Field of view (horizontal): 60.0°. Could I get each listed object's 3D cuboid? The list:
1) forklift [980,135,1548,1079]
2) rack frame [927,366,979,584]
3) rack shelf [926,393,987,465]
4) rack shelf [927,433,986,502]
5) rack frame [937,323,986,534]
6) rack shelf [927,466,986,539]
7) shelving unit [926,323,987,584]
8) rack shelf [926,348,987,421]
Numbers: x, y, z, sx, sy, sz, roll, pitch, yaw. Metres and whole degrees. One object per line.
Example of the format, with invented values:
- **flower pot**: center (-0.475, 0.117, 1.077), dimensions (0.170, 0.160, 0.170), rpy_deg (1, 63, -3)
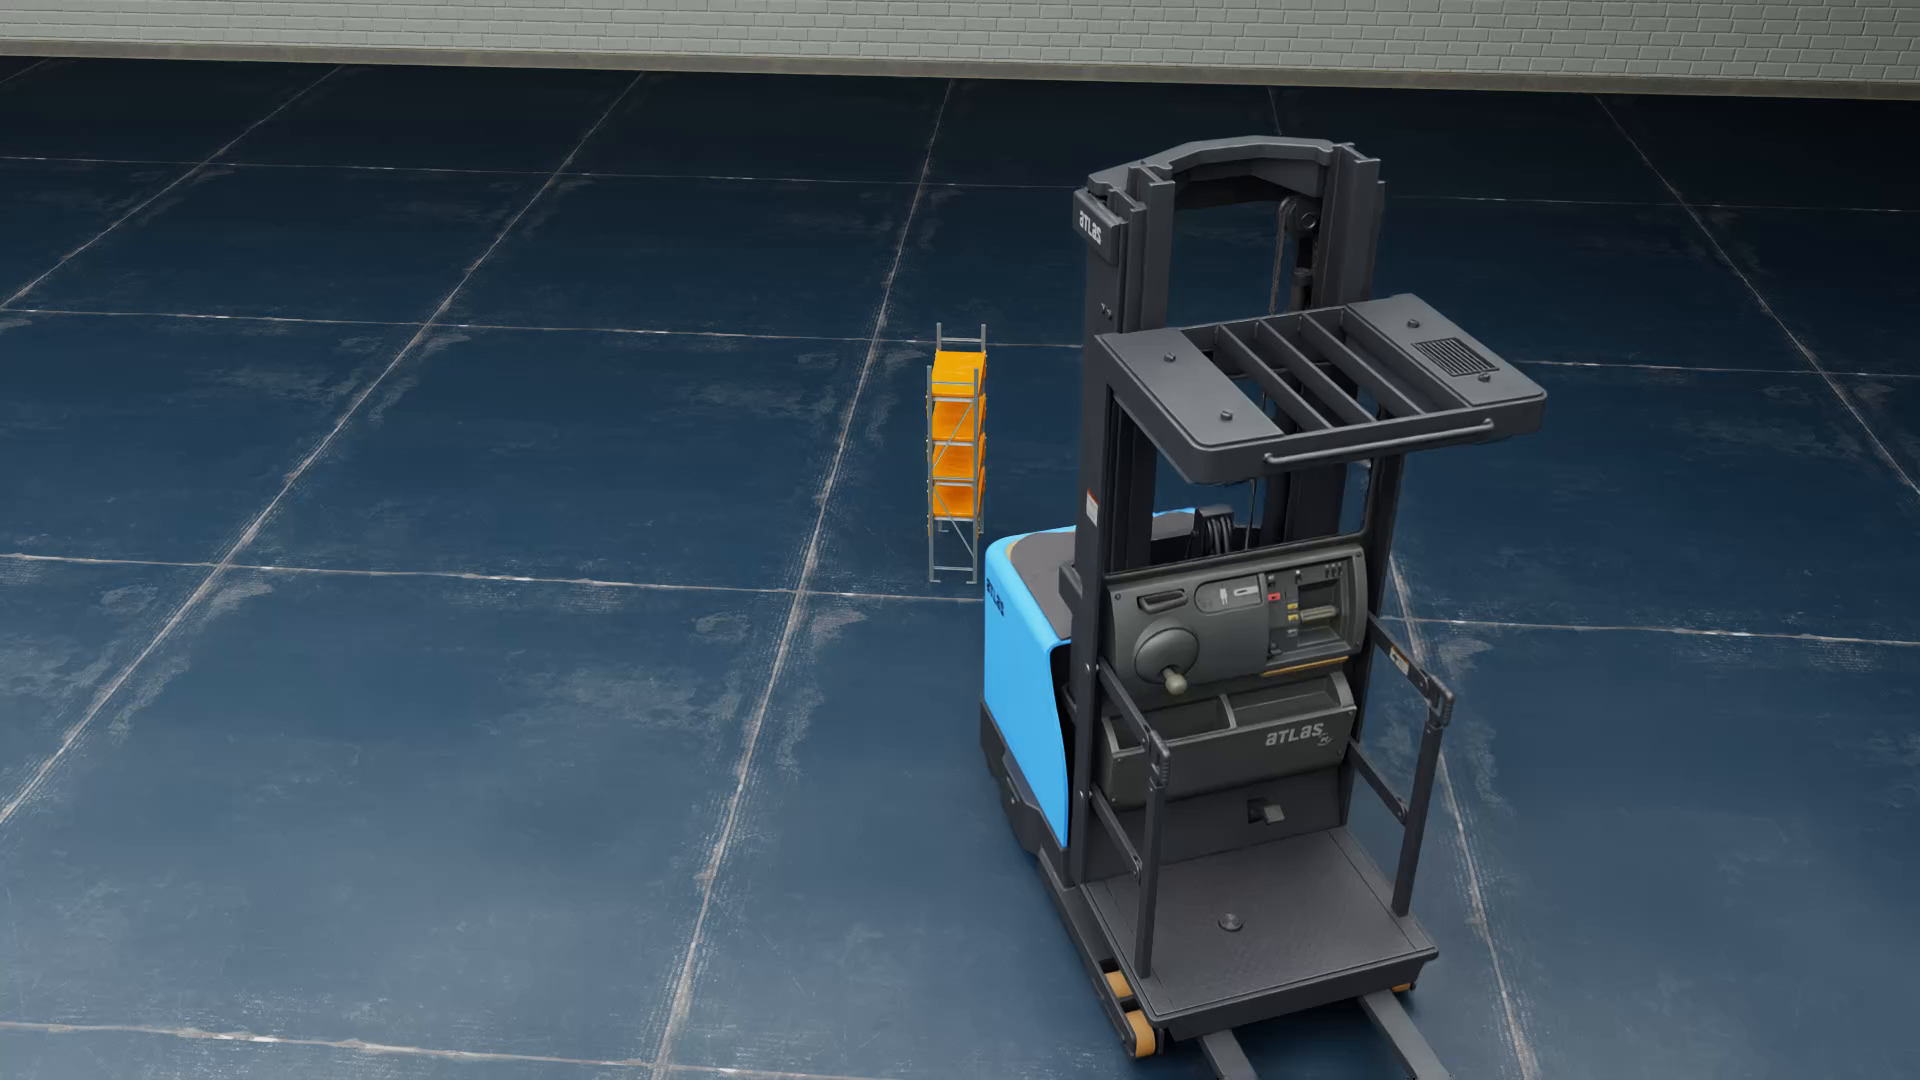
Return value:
- **forklift**: center (1.012, 0.325, 5.429), dimensions (1.130, 2.935, 3.031), rpy_deg (-9, 33, -15)
- **rack frame**: center (-0.033, -0.297, 8.088), dimensions (0.240, 1.200, 0.015), rpy_deg (2, 32, 4)
- **rack shelf**: center (-0.013, -0.557, 8.213), dimensions (0.258, 0.148, 0.480), rpy_deg (2, 32, 4)
- **rack shelf**: center (-0.013, -0.367, 8.330), dimensions (0.258, 0.148, 0.480), rpy_deg (2, 32, 4)
- **rack frame**: center (0.006, -0.552, 8.502), dimensions (0.240, 1.200, 0.015), rpy_deg (2, 32, 4)
- **rack shelf**: center (-0.013, -0.198, 8.434), dimensions (0.258, 0.148, 0.480), rpy_deg (2, 32, 4)
- **shelving unit**: center (-0.013, -0.424, 8.295), dimensions (0.258, 1.200, 0.503), rpy_deg (2, 32, 4)
- **rack shelf**: center (-0.013, -0.759, 8.089), dimensions (0.258, 0.148, 0.480), rpy_deg (2, 32, 4)
